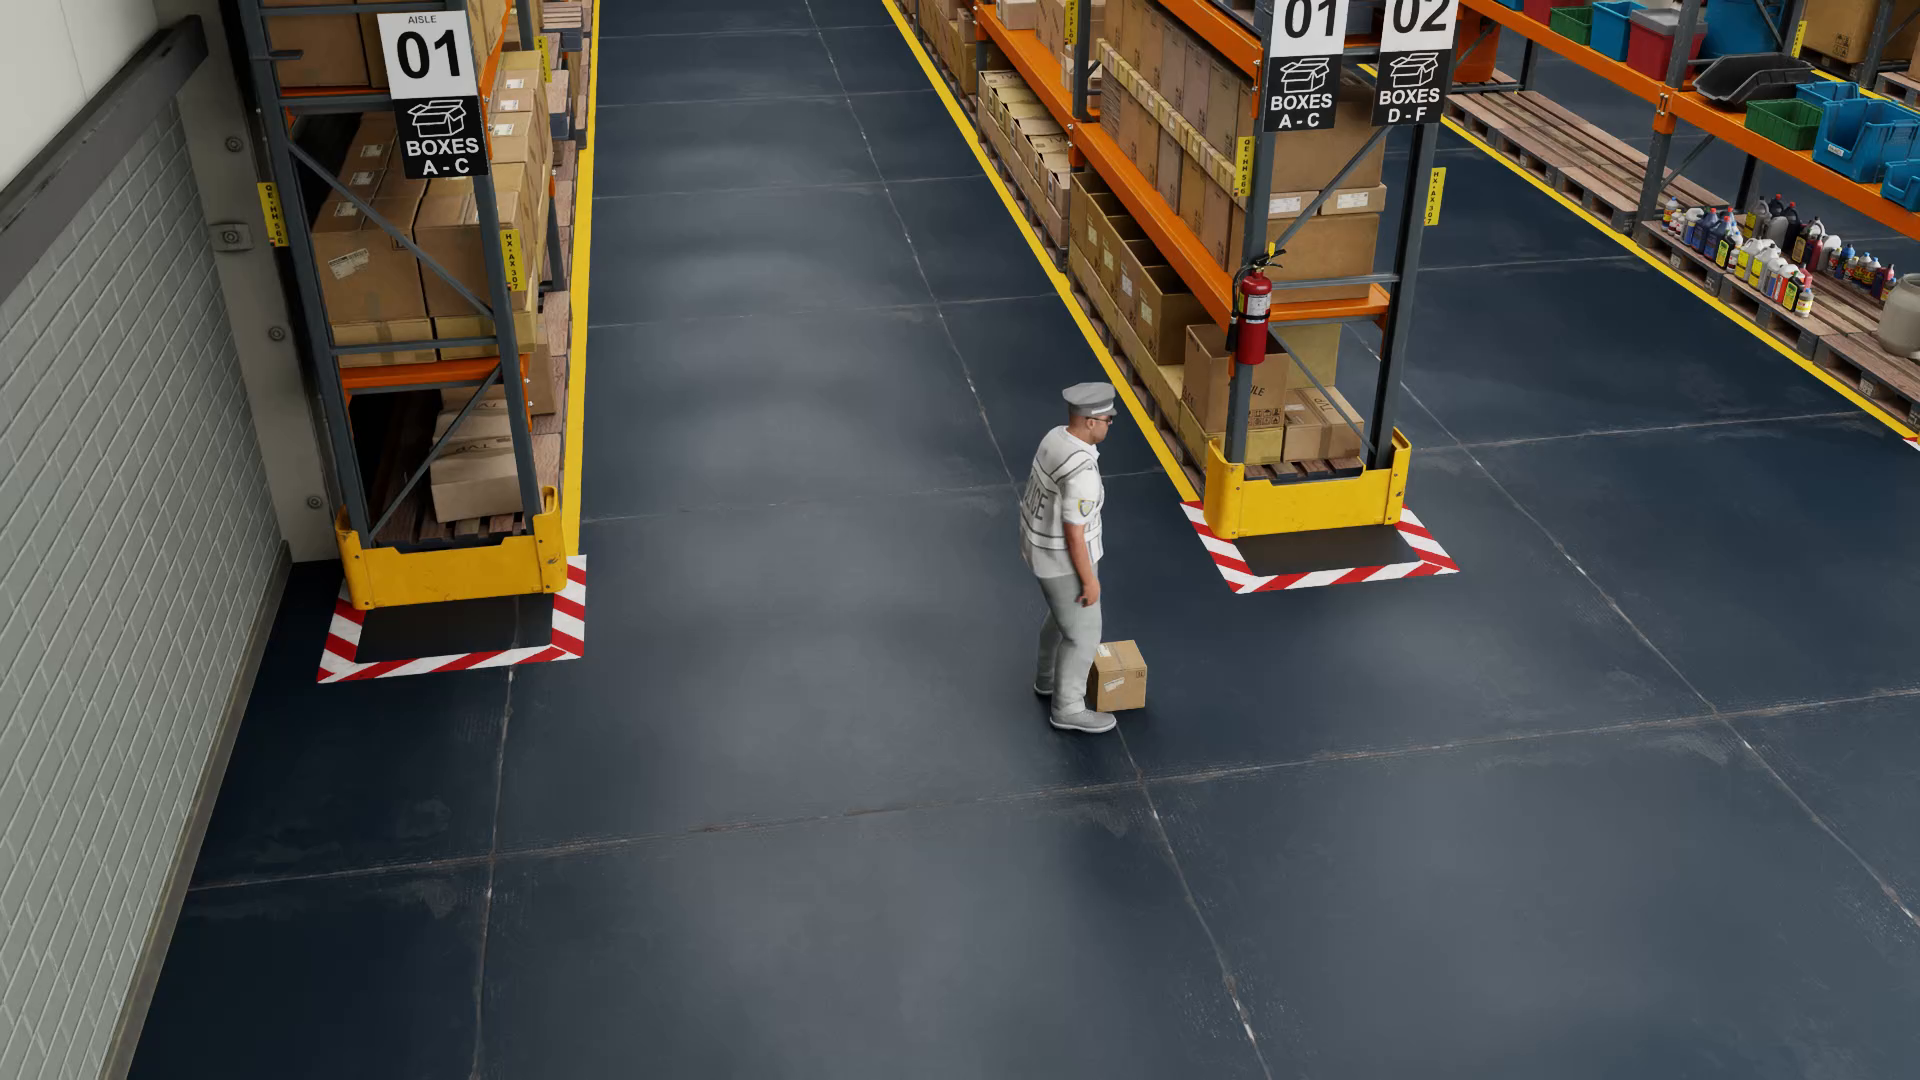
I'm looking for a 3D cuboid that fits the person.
[{"bbox_3d":[0.518,0.076,8.002,0.437,1.747,0.583,-6,31,-10],"label":"person"}]
